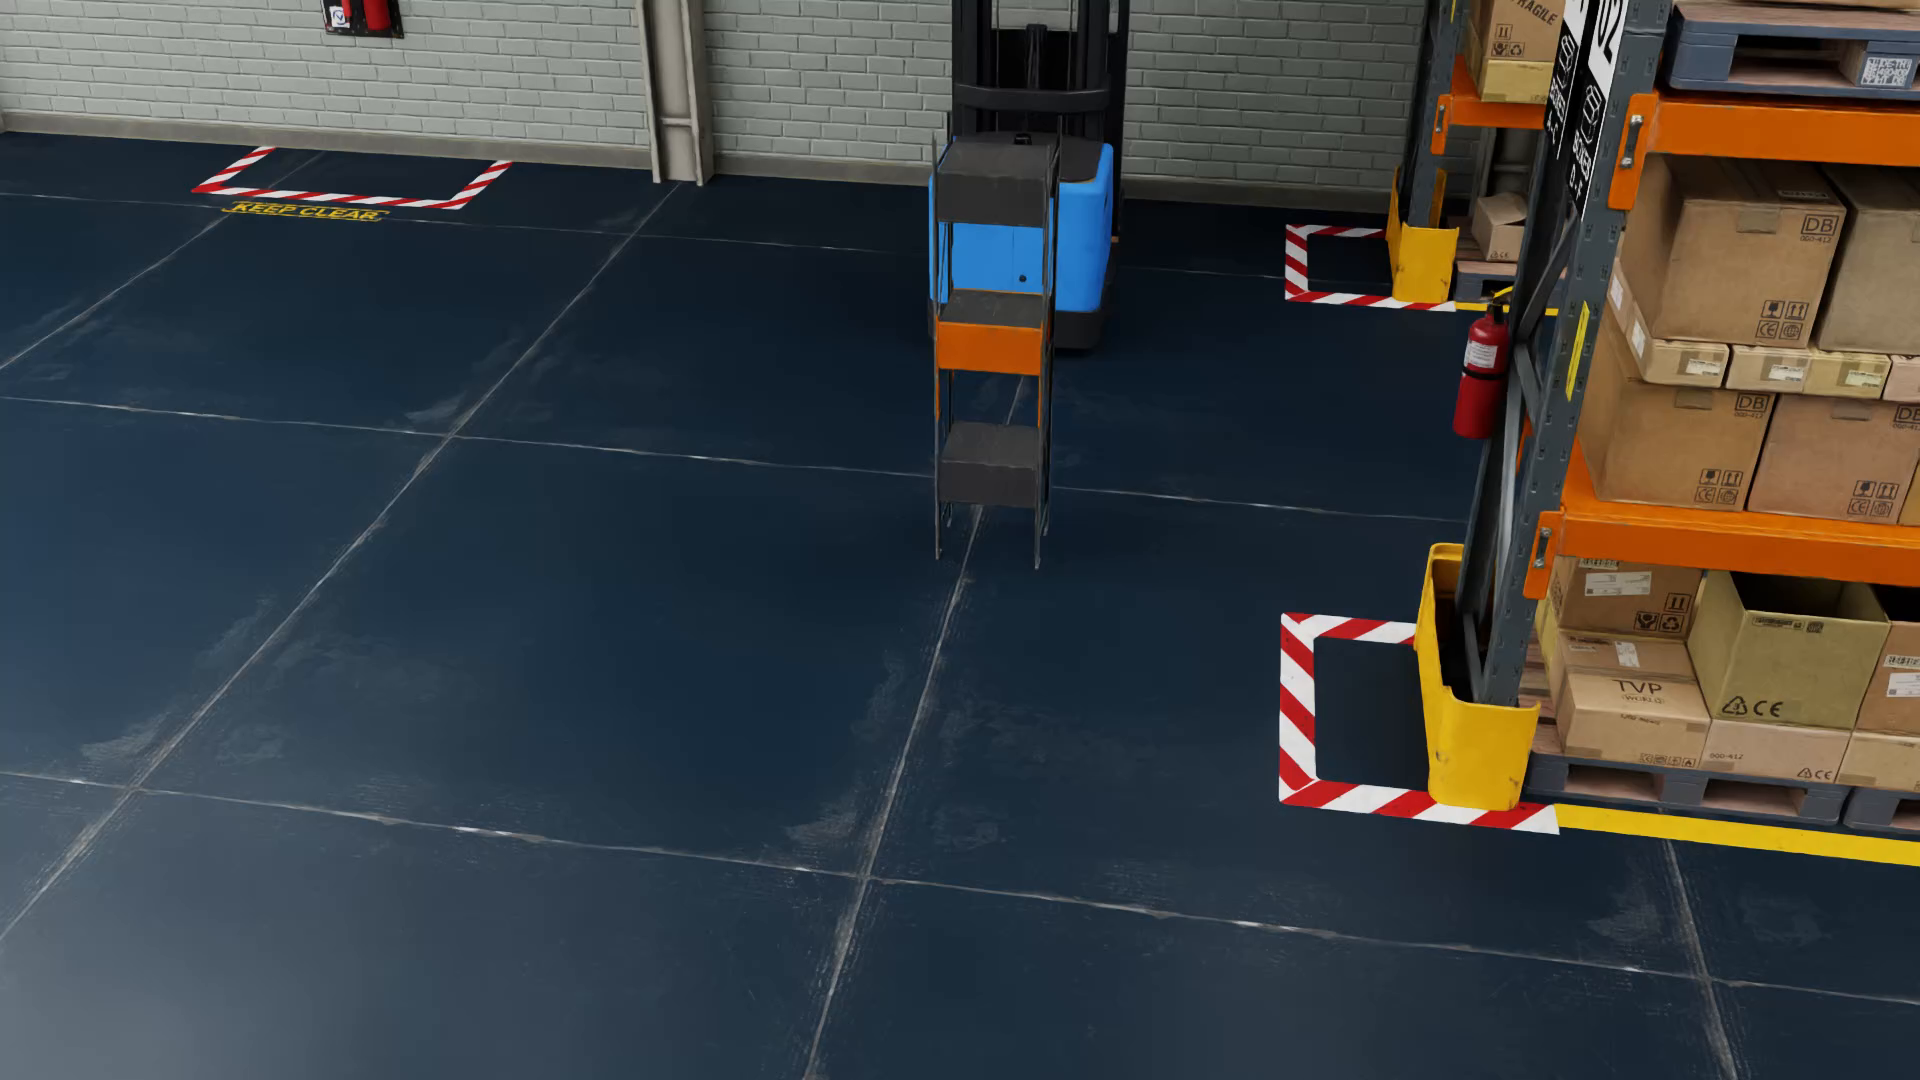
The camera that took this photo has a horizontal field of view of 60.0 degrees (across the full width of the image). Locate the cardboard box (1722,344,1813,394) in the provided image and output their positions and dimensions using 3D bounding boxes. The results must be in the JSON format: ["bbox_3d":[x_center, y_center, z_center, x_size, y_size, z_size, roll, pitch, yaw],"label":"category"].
[{"bbox_3d":[2.764,-0.664,5.779,0.250,0.149,0.380,4,32,7],"label":"cardboard box"}]

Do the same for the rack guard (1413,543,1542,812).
[{"bbox_3d":[2.129,0.541,6.915,0.348,0.500,1.175,5,32,8],"label":"rack guard"}]

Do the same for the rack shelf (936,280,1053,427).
[{"bbox_3d":[0.163,-0.864,7.677,0.480,0.518,0.431,5,32,8],"label":"rack shelf"}]

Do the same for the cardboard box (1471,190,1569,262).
[{"bbox_3d":[3.649,-2.046,10.811,0.500,0.311,0.500,2,32,3],"label":"cardboard box"}]

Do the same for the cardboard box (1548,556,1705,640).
[{"bbox_3d":[2.732,0.045,6.840,0.500,0.500,0.500,5,32,8],"label":"cardboard box"}]

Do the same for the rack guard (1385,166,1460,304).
[{"bbox_3d":[3.057,-2.042,11.041,0.348,0.500,1.175,5,32,8],"label":"rack guard"}]

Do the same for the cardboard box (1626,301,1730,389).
[{"bbox_3d":[2.503,-0.687,5.814,0.250,0.149,0.380,5,32,8],"label":"cardboard box"}]

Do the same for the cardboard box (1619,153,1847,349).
[{"bbox_3d":[2.663,-1.056,5.793,0.500,0.500,0.700,5,32,8],"label":"cardboard box"}]

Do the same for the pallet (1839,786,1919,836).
[{"bbox_3d":[4.113,0.822,6.738,1.213,0.211,1.003,5,32,8],"label":"pallet"}]

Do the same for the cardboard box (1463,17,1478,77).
[{"bbox_3d":[3.476,-3.113,10.518,0.500,0.250,0.500,6,32,9],"label":"cardboard box"}]

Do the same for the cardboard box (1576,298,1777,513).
[{"bbox_3d":[2.611,-0.511,6.145,0.500,0.500,0.700,5,32,8],"label":"cardboard box"}]

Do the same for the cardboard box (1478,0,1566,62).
[{"bbox_3d":[3.403,-3.171,9.905,0.500,0.500,0.500,5,32,8],"label":"cardboard box"}]

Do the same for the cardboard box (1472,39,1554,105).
[{"bbox_3d":[3.410,-2.843,10.088,0.500,0.250,0.500,4,32,7],"label":"cardboard box"}]

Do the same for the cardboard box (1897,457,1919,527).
[{"bbox_3d":[3.618,-0.419,5.998,0.500,0.500,0.700,5,32,9],"label":"cardboard box"}]

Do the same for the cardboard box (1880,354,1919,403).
[{"bbox_3d":[3.258,-0.618,5.704,0.250,0.149,0.380,5,32,7],"label":"cardboard box"}]

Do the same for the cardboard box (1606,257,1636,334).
[{"bbox_3d":[2.562,-0.900,6.155,0.250,0.149,0.380,5,32,7],"label":"cardboard box"}]

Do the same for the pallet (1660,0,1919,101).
[{"bbox_3d":[2.845,-1.674,5.354,1.213,0.211,1.003,5,32,8],"label":"pallet"}]

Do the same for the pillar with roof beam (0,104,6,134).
[{"bbox_3d":[-8.735,-4.861,7.534,0.400,9.000,9.100,5,32,8],"label":"pillar with roof beam"}]

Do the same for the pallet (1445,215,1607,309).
[{"bbox_3d":[3.852,-1.828,10.972,1.213,0.211,1.003,5,32,8],"label":"pallet"}]

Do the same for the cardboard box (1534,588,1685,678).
[{"bbox_3d":[2.731,0.364,7.037,0.500,0.250,0.500,5,32,8],"label":"cardboard box"}]

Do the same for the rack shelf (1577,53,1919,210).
[{"bbox_3d":[4.124,-1.305,5.358,4.000,0.370,1.077,5,32,8],"label":"rack shelf"}]

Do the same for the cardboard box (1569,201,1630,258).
[{"bbox_3d":[4.211,-1.995,10.730,0.500,0.311,0.500,8,33,12],"label":"cardboard box"}]

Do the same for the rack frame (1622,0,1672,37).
[{"bbox_3d":[2.153,-3.060,4.657,0.127,3.000,1.000,5,32,8],"label":"rack frame"}]

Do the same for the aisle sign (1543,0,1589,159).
[{"bbox_3d":[2.137,-1.778,5.814,0.004,0.787,0.394,5,32,8],"label":"aisle sign"}]

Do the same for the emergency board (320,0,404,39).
[{"bbox_3d":[-4.526,-4.274,12.251,0.643,1.169,0.194,5,32,8],"label":"emergency board"}]

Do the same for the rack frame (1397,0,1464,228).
[{"bbox_3d":[2.983,-3.108,10.388,0.127,3.000,1.000,5,32,8],"label":"rack frame"}]

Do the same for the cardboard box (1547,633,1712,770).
[{"bbox_3d":[2.644,0.635,6.604,0.500,0.250,0.500,5,32,8],"label":"cardboard box"}]

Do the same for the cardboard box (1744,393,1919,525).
[{"bbox_3d":[3.129,-0.467,6.074,0.500,0.500,0.700,6,33,9],"label":"cardboard box"}]

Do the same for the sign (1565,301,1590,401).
[{"bbox_3d":[2.054,-0.628,5.535,0.005,0.325,0.100,5,32,8],"label":"sign"}]

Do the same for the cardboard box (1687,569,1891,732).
[{"bbox_3d":[3.137,0.361,6.336,0.500,0.500,0.500,5,32,8],"label":"cardboard box"}]

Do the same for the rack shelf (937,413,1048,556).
[{"bbox_3d":[0.163,-0.270,8.048,0.480,0.518,0.431,5,32,8],"label":"rack shelf"}]

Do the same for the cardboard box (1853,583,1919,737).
[{"bbox_3d":[3.632,0.398,6.275,0.500,0.500,0.500,5,32,8],"label":"cardboard box"}]

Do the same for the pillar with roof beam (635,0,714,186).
[{"bbox_3d":[-2.821,-4.325,6.678,0.400,9.000,9.100,5,32,8],"label":"pillar with roof beam"}]

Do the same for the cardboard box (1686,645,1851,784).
[{"bbox_3d":[3.138,0.678,6.536,0.500,0.250,0.500,5,32,8],"label":"cardboard box"}]

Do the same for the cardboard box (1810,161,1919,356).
[{"bbox_3d":[3.182,-1.012,5.723,0.500,0.500,0.700,4,32,7],"label":"cardboard box"}]

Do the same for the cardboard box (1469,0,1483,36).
[{"bbox_3d":[3.483,-3.440,10.334,0.500,0.500,0.500,5,32,8],"label":"cardboard box"}]

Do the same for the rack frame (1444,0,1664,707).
[{"bbox_3d":[2.153,-0.517,6.249,0.127,3.000,1.000,5,32,8],"label":"rack frame"}]

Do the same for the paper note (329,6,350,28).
[{"bbox_3d":[-4.689,-3.953,12.568,0.142,0.148,0.016,5,32,8],"label":"paper note"}]

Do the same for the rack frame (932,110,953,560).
[{"bbox_3d":[-0.077,-0.897,7.704,0.015,2.100,0.400,5,32,8],"label":"rack frame"}]

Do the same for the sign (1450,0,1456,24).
[{"bbox_3d":[2.891,-3.191,9.705,0.005,0.325,0.100,5,32,8],"label":"sign"}]

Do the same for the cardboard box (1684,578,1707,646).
[{"bbox_3d":[3.226,0.402,6.976,0.500,0.250,0.500,5,32,8],"label":"cardboard box"}]

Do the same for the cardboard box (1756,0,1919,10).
[{"bbox_3d":[2.719,-2.016,5.191,0.637,0.503,0.797,7,33,12],"label":"cardboard box"}]

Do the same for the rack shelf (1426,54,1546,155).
[{"bbox_3d":[4.954,-2.625,10.294,4.000,0.370,1.077,5,32,8],"label":"rack shelf"}]

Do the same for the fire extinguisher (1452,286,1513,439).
[{"bbox_3d":[2.114,-0.738,6.674,0.183,0.674,0.296,5,32,8],"label":"fire extinguisher"}]

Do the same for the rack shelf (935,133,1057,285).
[{"bbox_3d":[0.163,-1.457,7.305,0.480,0.518,0.431,5,32,8],"label":"rack shelf"}]

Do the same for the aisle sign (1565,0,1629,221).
[{"bbox_3d":[2.037,-1.465,5.312,0.004,0.787,0.394,5,32,8],"label":"aisle sign"}]

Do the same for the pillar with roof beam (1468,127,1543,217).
[{"bbox_3d":[3.094,-3.789,5.822,0.400,9.000,9.100,5,32,8],"label":"pillar with roof beam"}]

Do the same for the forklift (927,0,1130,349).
[{"bbox_3d":[0.529,-3.148,10.517,1.130,2.935,3.031,4,32,7],"label":"forklift"}]

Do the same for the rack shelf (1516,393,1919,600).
[{"bbox_3d":[4.124,-0.033,6.154,4.000,0.370,1.077,5,32,8],"label":"rack shelf"}]

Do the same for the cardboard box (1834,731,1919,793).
[{"bbox_3d":[3.630,0.722,6.465,0.500,0.250,0.500,5,32,8],"label":"cardboard box"}]

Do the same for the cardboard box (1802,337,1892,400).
[{"bbox_3d":[3.010,-0.641,5.742,0.250,0.149,0.380,5,32,8],"label":"cardboard box"}]

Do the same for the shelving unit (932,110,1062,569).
[{"bbox_3d":[0.163,-0.875,7.669,0.503,2.100,0.431,5,32,8],"label":"shelving unit"}]

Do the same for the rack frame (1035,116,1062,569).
[{"bbox_3d":[0.404,-0.853,7.634,0.015,2.100,0.400,5,32,8],"label":"rack frame"}]

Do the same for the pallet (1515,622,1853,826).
[{"bbox_3d":[2.914,0.711,6.914,1.213,0.211,1.003,5,32,8],"label":"pallet"}]
